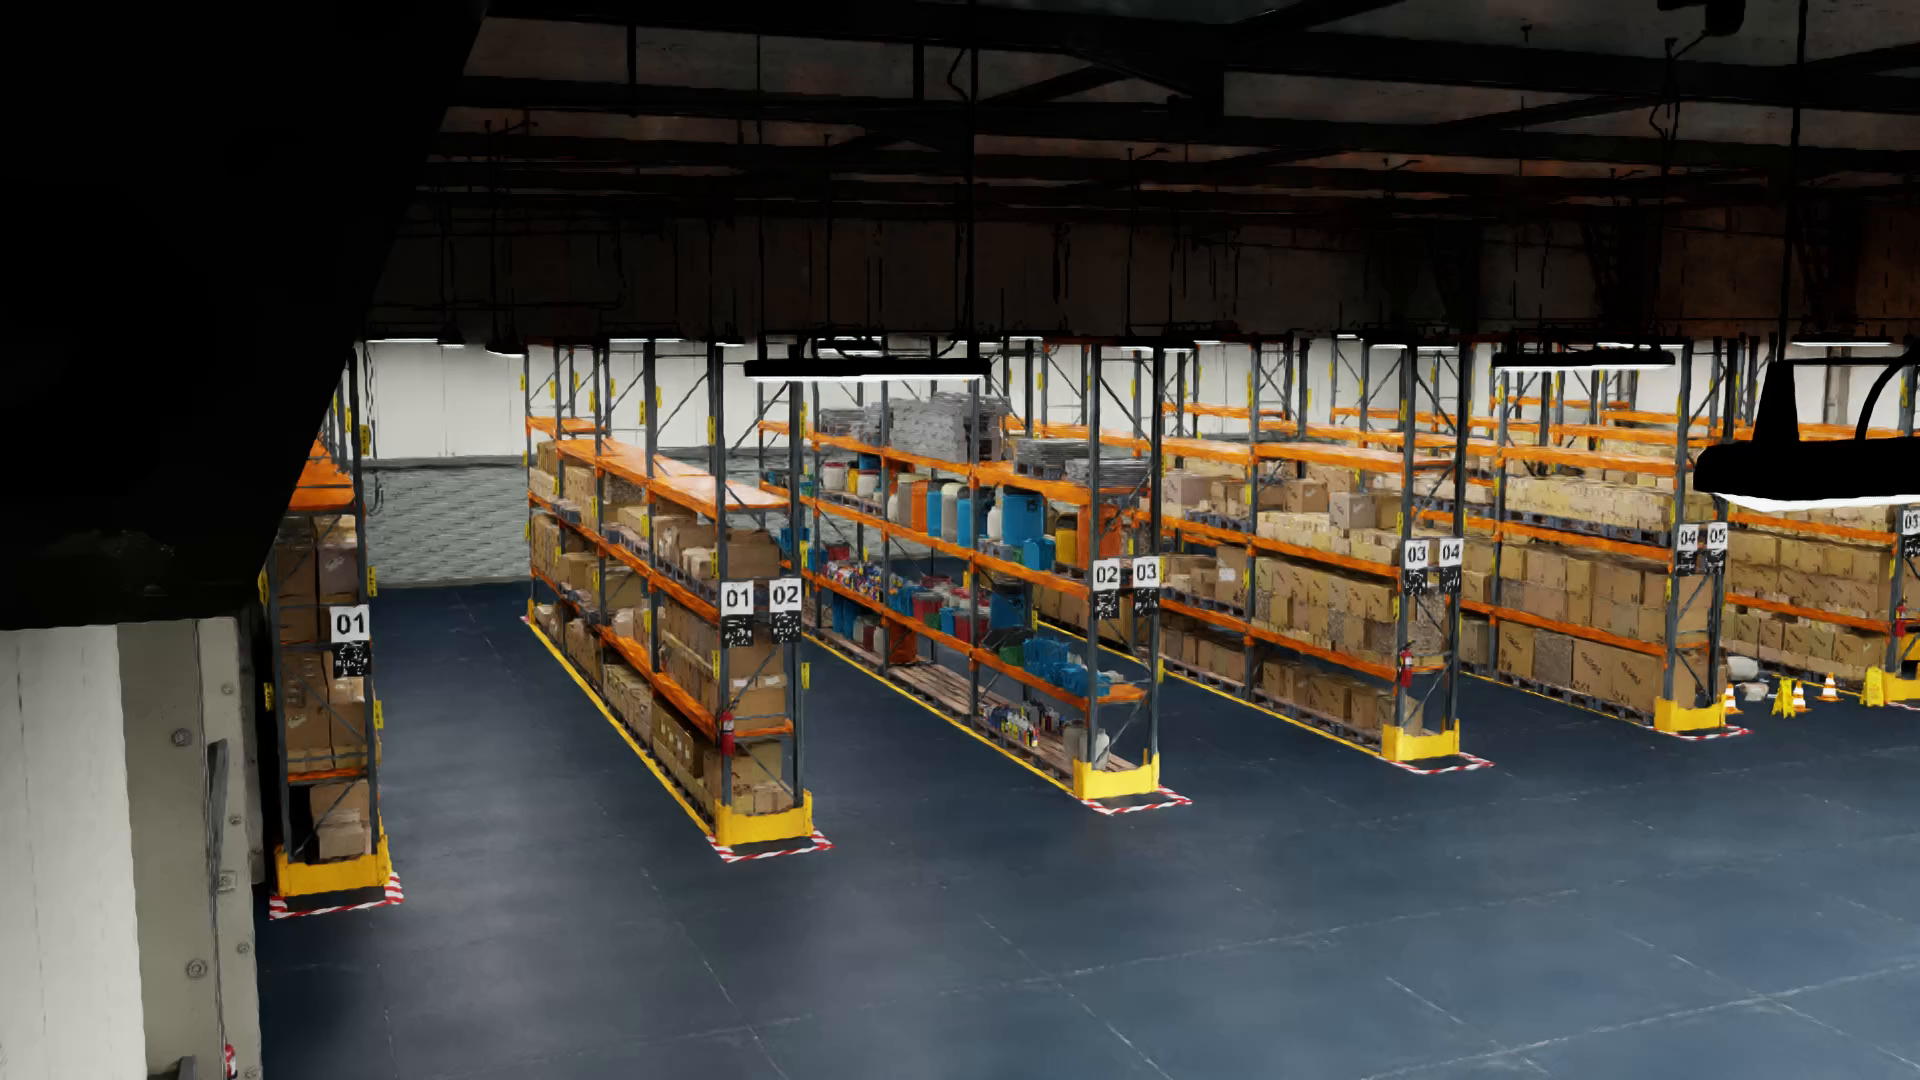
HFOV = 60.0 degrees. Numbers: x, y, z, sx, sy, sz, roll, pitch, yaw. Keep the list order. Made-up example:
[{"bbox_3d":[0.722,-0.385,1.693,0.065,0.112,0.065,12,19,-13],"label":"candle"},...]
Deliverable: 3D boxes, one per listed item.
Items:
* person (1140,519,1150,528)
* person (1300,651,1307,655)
[{"bbox_3d":[4.742,-0.235,42.829,0.619,1.769,0.577,2,8,13],"label":"person"},{"bbox_3d":[6.525,1.286,31.346,0.634,1.779,0.504,7,10,42],"label":"person"}]
